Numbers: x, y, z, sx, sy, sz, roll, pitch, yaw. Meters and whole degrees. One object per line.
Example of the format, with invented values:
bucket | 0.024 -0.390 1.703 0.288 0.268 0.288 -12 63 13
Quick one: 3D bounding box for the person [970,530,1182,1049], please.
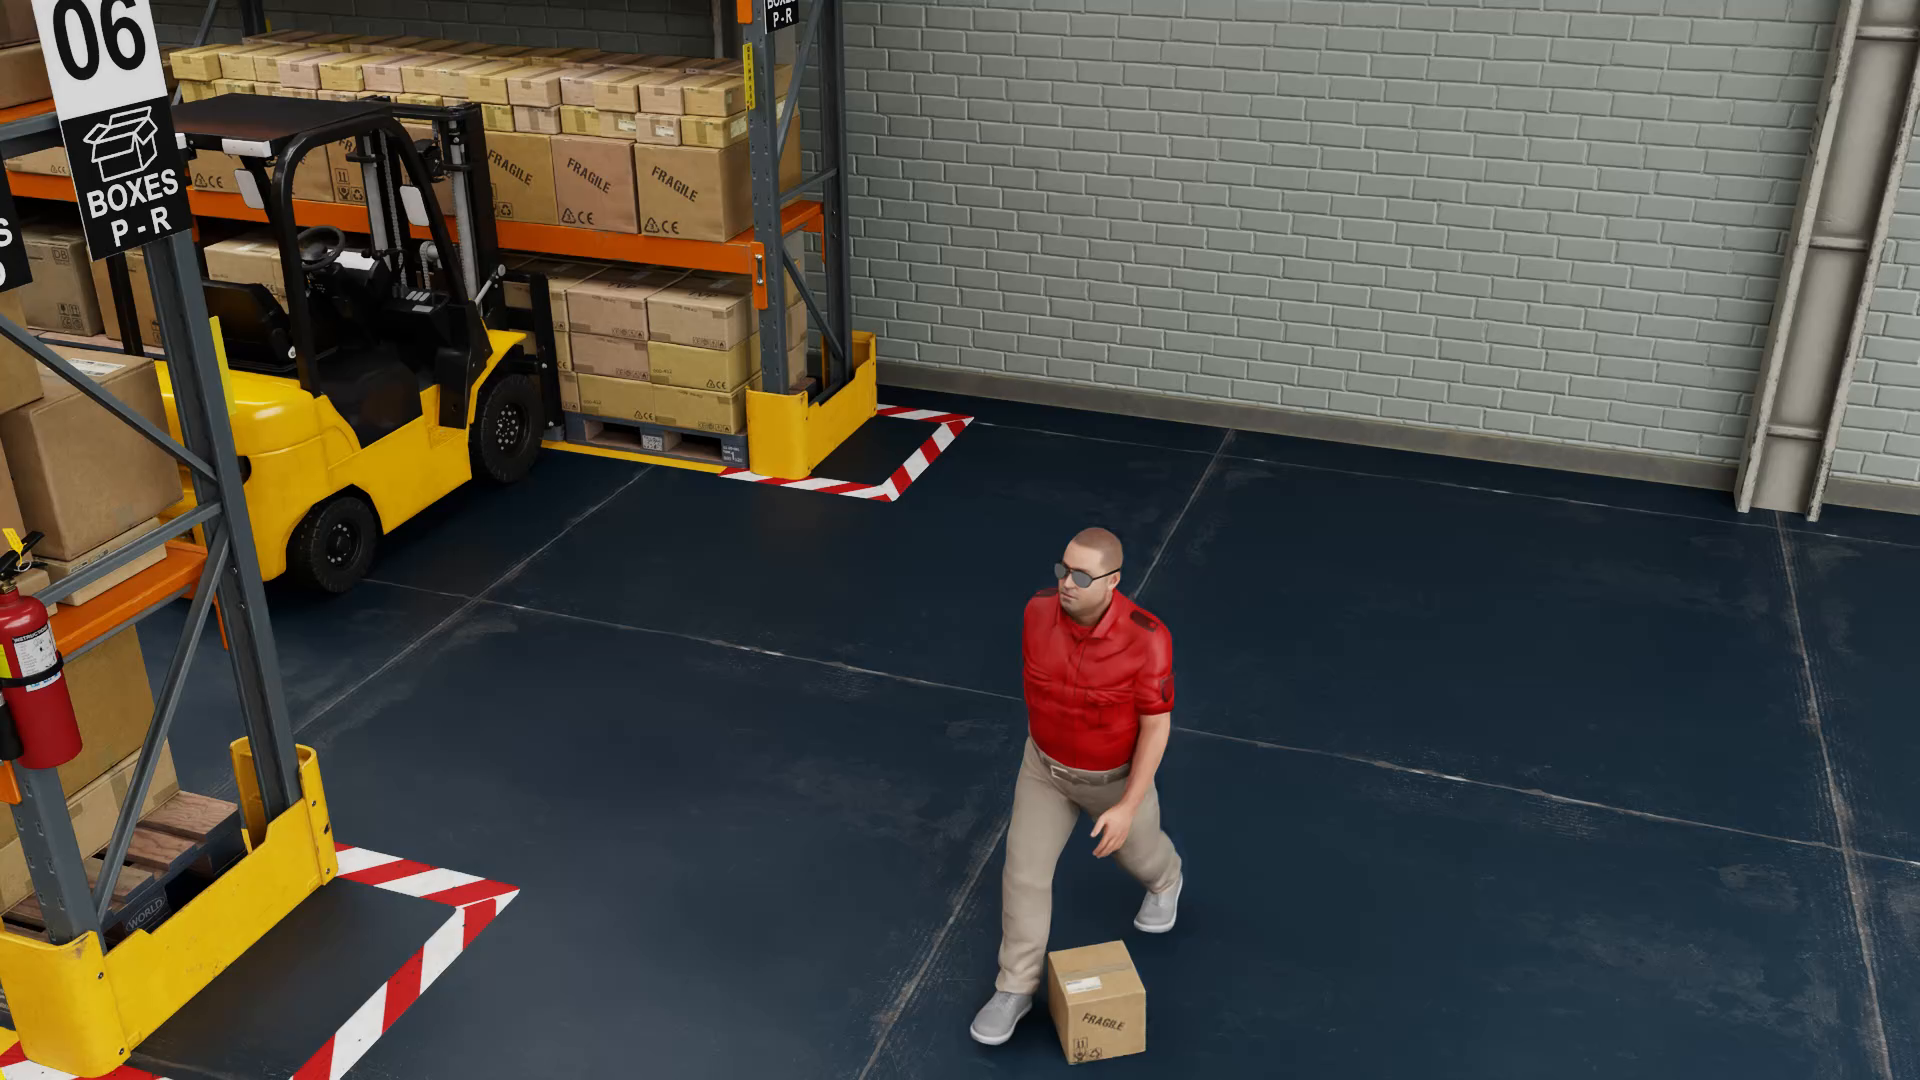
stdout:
person | 0.416 0.702 5.184 0.527 1.678 1.038 13 28 25
